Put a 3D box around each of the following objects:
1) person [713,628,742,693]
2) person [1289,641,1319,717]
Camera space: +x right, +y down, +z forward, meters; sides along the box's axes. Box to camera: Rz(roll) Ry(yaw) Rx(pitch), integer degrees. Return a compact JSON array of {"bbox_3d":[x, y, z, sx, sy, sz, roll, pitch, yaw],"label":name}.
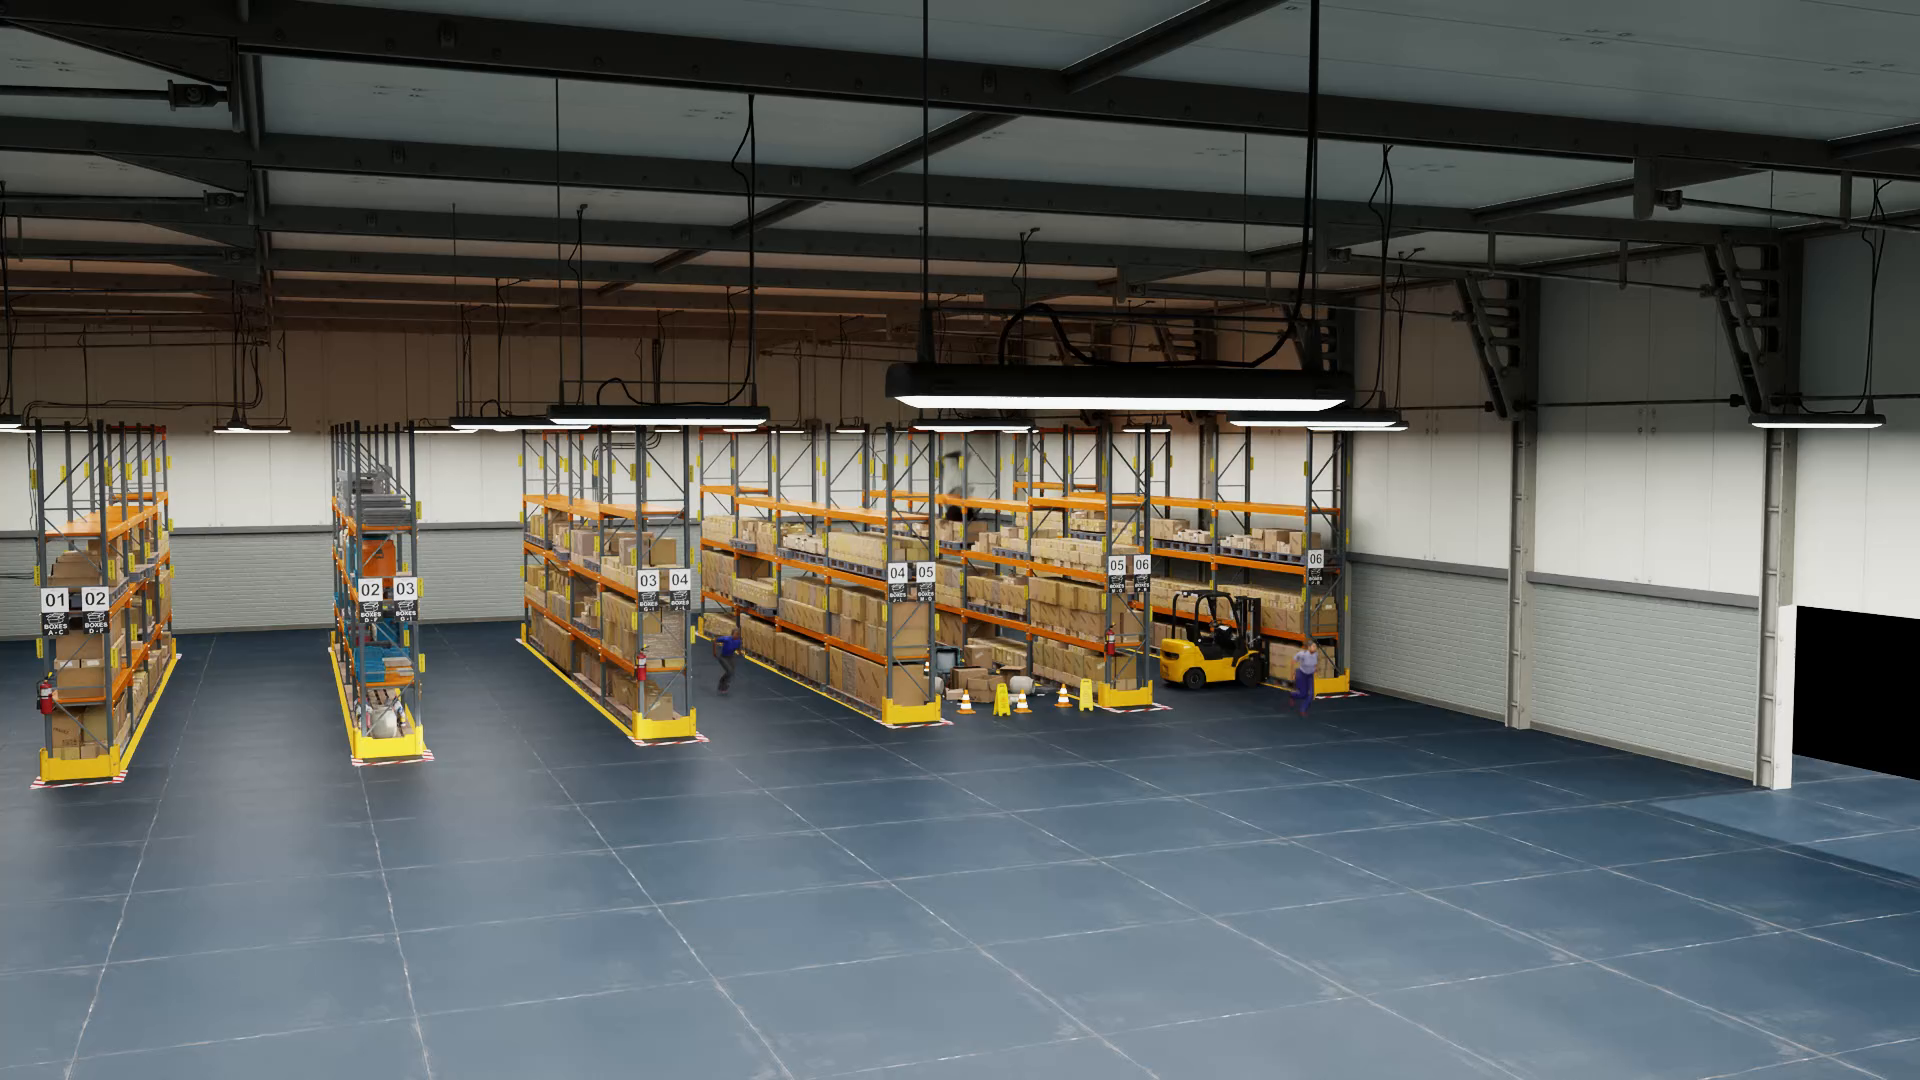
[{"bbox_3d":[-5.158,2.679,36.852,0.602,1.486,0.849,-4,5,-45],"label":"person"},{"bbox_3d":[7.041,2.838,34.057,0.599,1.575,0.708,-2,4,-33],"label":"person"}]
